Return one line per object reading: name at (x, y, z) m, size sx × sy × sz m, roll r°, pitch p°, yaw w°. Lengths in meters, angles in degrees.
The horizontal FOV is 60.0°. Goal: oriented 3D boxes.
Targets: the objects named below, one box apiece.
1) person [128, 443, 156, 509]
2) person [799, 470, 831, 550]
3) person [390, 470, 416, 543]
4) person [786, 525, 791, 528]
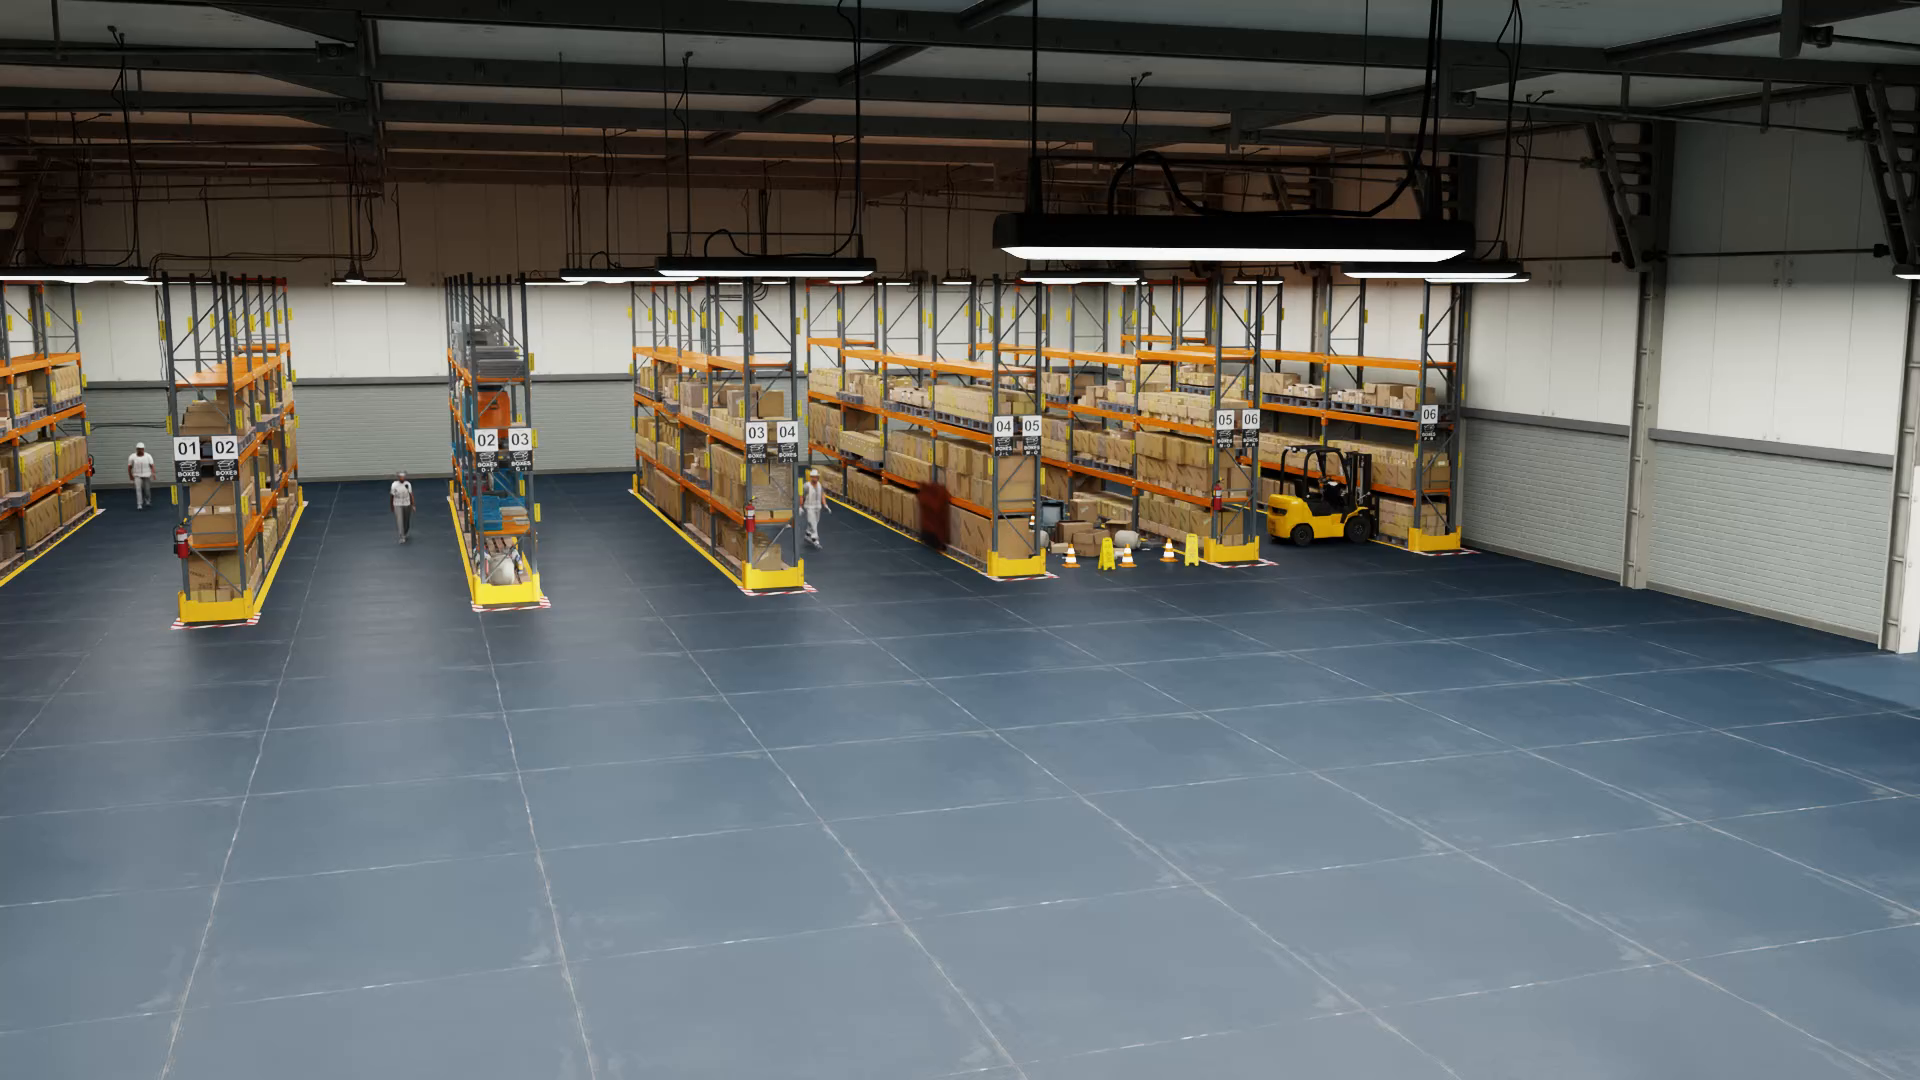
person at (-21.387, -1.688, 43.477) m, size 0.666 × 1.709 × 1.081 m, roll -3°, pitch 9°, yaw -21°
person at (-3.227, -0.692, 36.796) m, size 0.643 × 1.737 × 1.093 m, roll -6°, pitch 10°, yaw -33°
person at (-12.677, -0.791, 37.830) m, size 0.542 × 1.615 × 1.021 m, roll -3°, pitch 9°, yaw -21°
person at (-4.230, -1.091, 40.129) m, size 0.440 × 1.520 × 1.012 m, roll -5°, pitch 10°, yaw -31°
